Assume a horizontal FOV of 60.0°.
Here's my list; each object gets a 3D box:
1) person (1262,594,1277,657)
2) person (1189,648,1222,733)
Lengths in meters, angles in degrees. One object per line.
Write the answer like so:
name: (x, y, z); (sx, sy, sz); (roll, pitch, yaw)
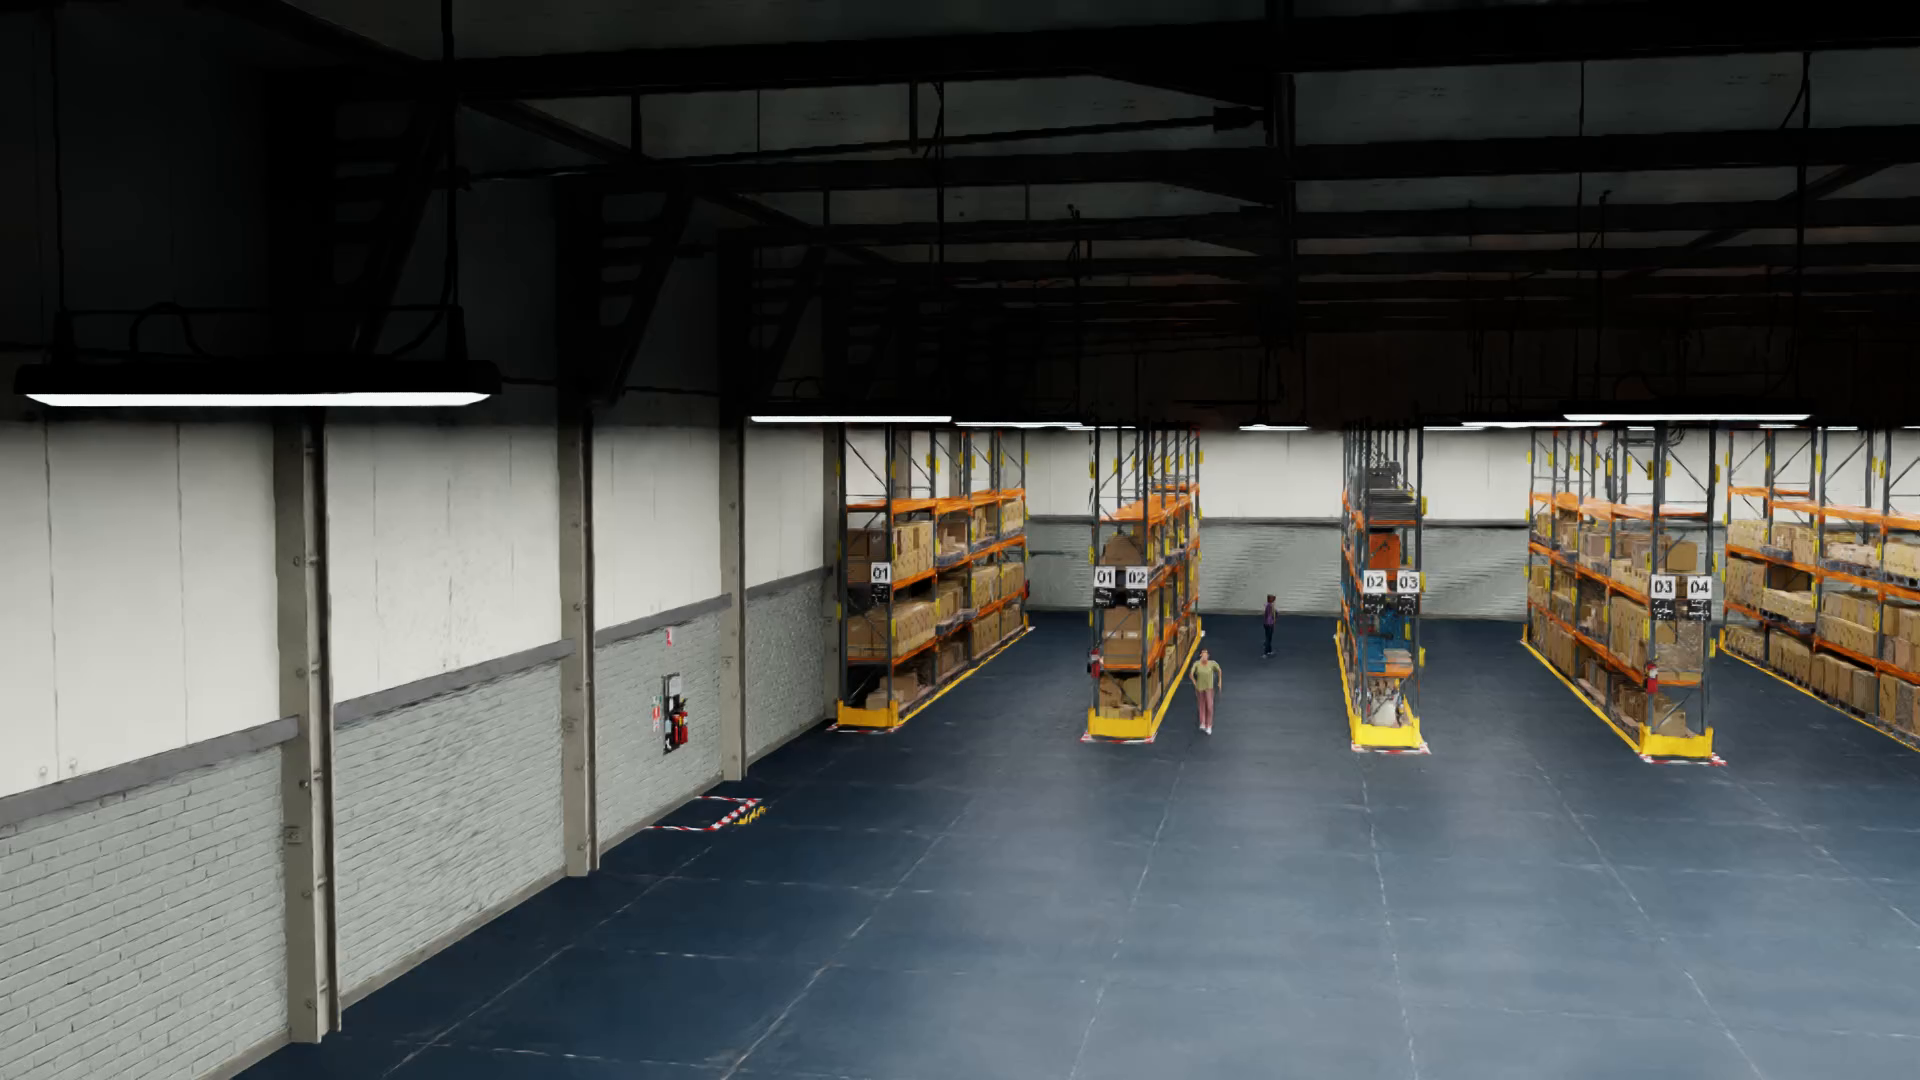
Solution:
person: (7.904, 2.161, 42.332); (0.485, 1.580, 0.501); (-1, 4, -15)
person: (4.702, 2.850, 31.922); (0.598, 1.603, 0.792); (1, 4, 16)
